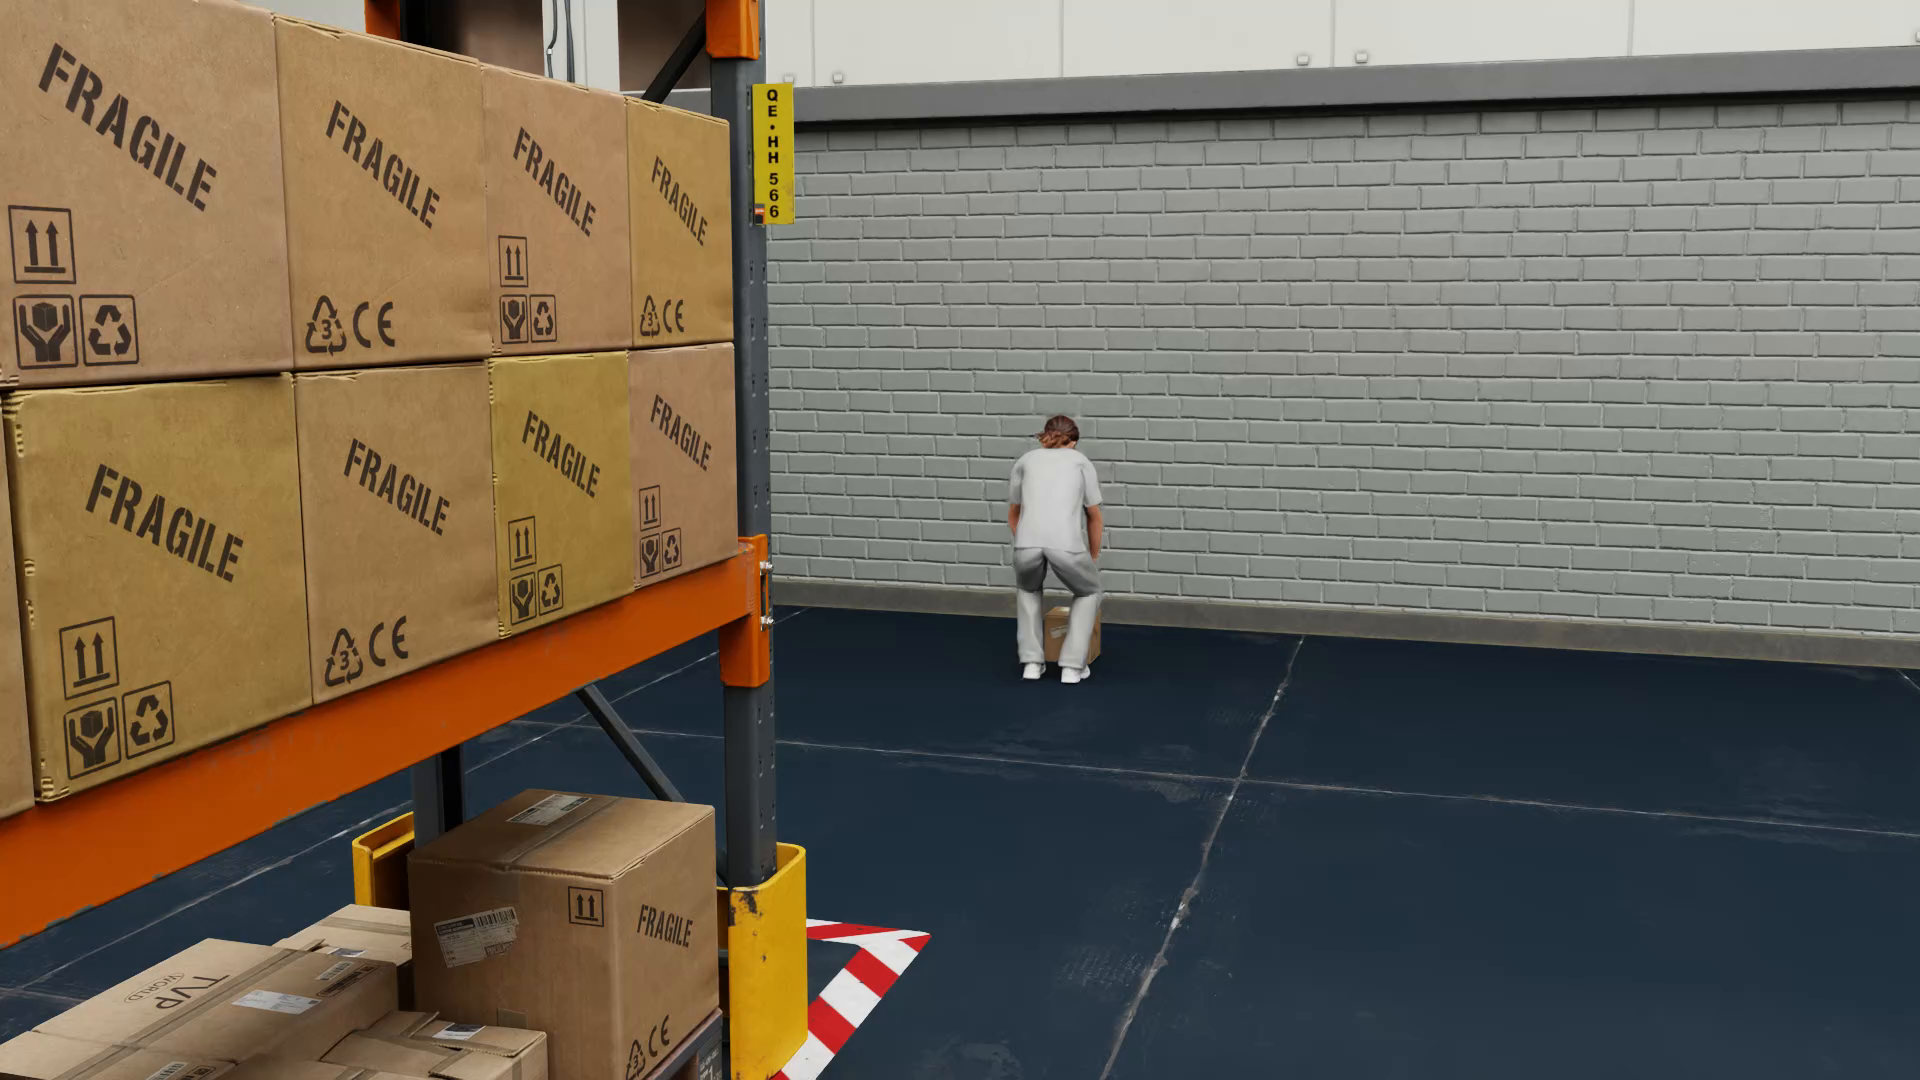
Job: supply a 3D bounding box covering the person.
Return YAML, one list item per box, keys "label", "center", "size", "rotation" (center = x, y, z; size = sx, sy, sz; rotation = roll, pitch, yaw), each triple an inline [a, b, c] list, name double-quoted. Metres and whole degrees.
- label: "person"
  center: [0.454, 0.041, 8.351]
  size: [0.491, 1.304, 0.683]
  rotation: [2, 9, 16]
